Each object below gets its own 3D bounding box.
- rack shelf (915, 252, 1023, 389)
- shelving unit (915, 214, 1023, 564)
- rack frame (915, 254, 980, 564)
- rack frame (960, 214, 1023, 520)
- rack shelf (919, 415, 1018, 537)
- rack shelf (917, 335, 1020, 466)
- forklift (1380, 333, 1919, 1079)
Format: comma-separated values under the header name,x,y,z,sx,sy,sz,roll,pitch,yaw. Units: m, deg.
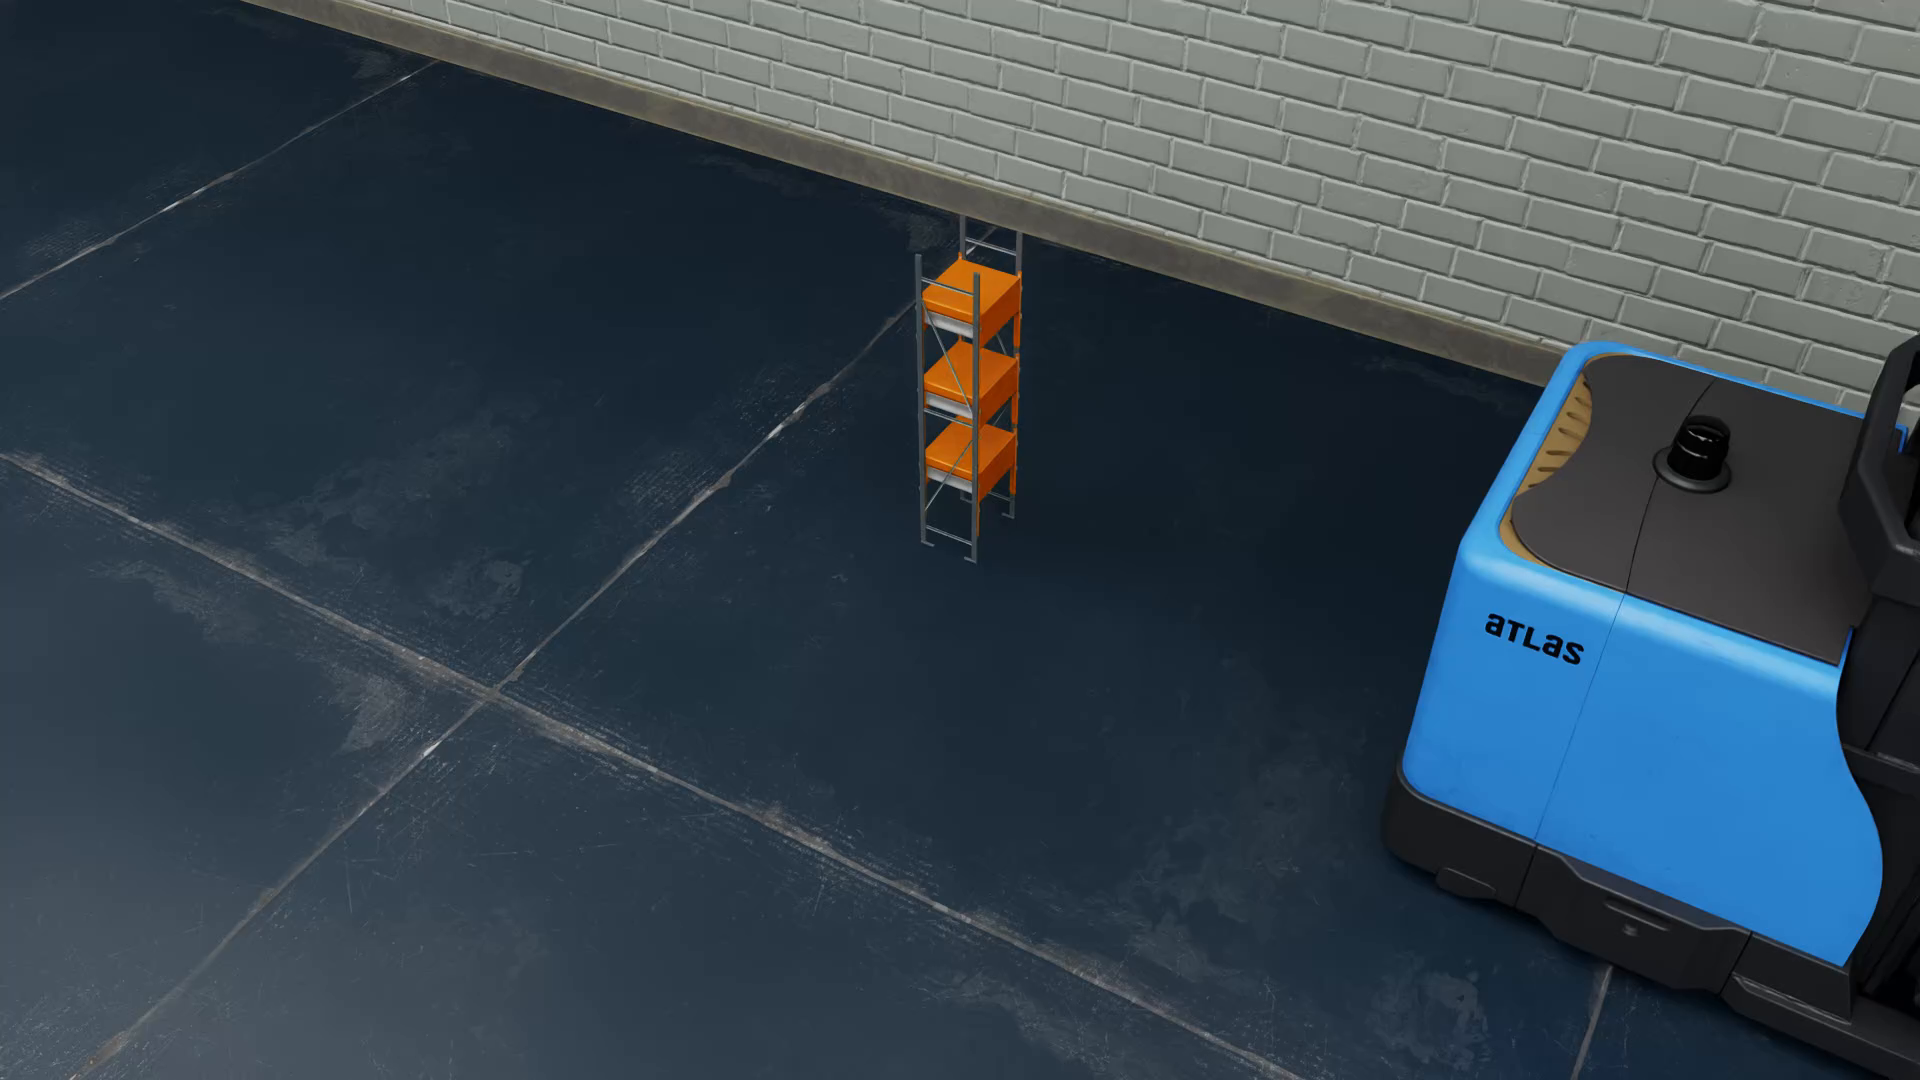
name,x,y,z,sx,sy,sz,roll,pitch,yaw
rack shelf,0.027,-0.630,4.757,0.215,0.259,0.240,21,45,22
shelving unit,0.027,-0.425,4.938,0.215,1.050,0.252,21,45,22
rack frame,-0.034,-0.355,4.859,0.200,1.050,0.008,21,45,22
rack frame,0.088,-0.494,5.017,0.200,1.050,0.008,21,45,22
rack shelf,0.027,-0.208,5.128,0.215,0.259,0.240,21,45,22
rack shelf,0.027,-0.417,4.945,0.215,0.259,0.240,21,45,22
forklift,2.614,-0.053,3.092,3.031,2.935,1.130,21,46,22
